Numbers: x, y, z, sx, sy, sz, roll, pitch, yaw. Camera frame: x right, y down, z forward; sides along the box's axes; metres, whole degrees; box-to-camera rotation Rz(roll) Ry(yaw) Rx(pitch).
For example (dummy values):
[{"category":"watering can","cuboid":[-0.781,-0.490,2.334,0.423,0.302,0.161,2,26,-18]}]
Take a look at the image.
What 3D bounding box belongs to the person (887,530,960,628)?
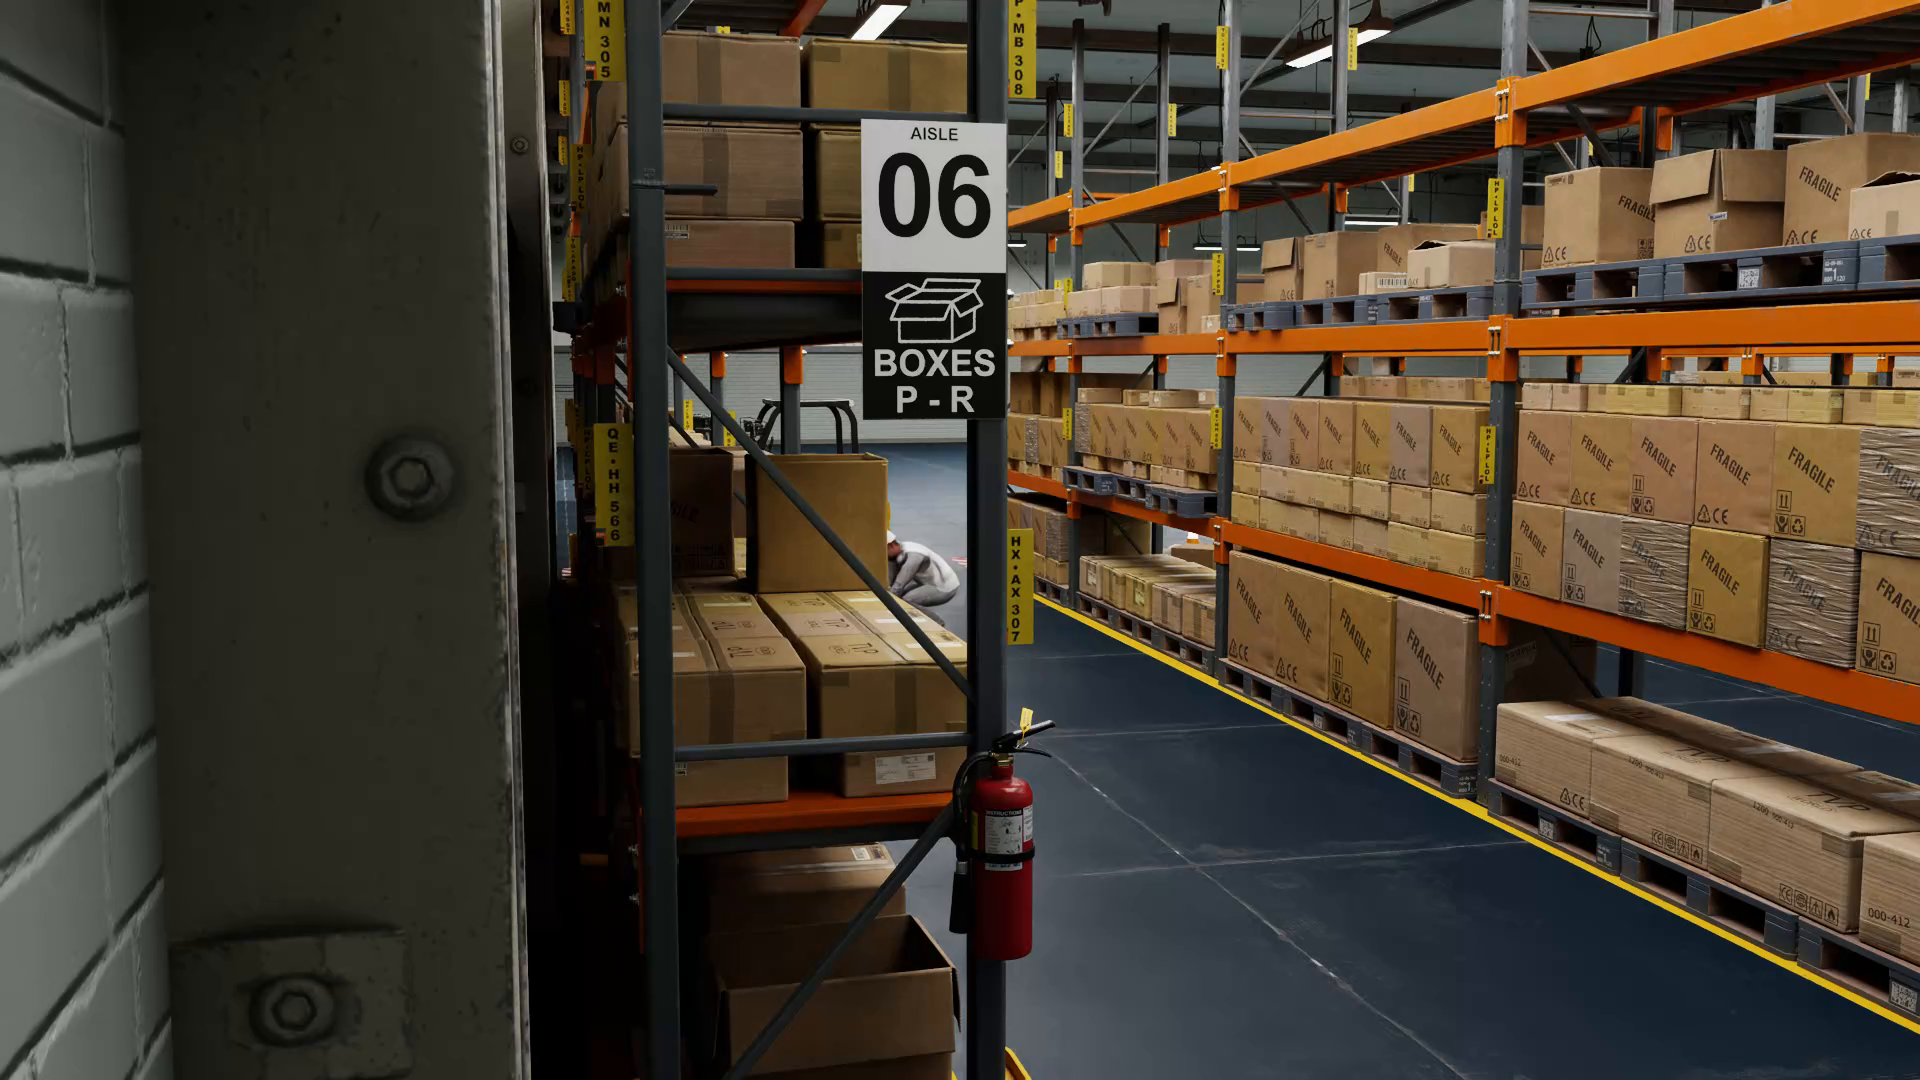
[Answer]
[{"category":"person","cuboid":[-0.449,0.388,15.841,0.873,1.005,0.527,-1,6,-14]}]
